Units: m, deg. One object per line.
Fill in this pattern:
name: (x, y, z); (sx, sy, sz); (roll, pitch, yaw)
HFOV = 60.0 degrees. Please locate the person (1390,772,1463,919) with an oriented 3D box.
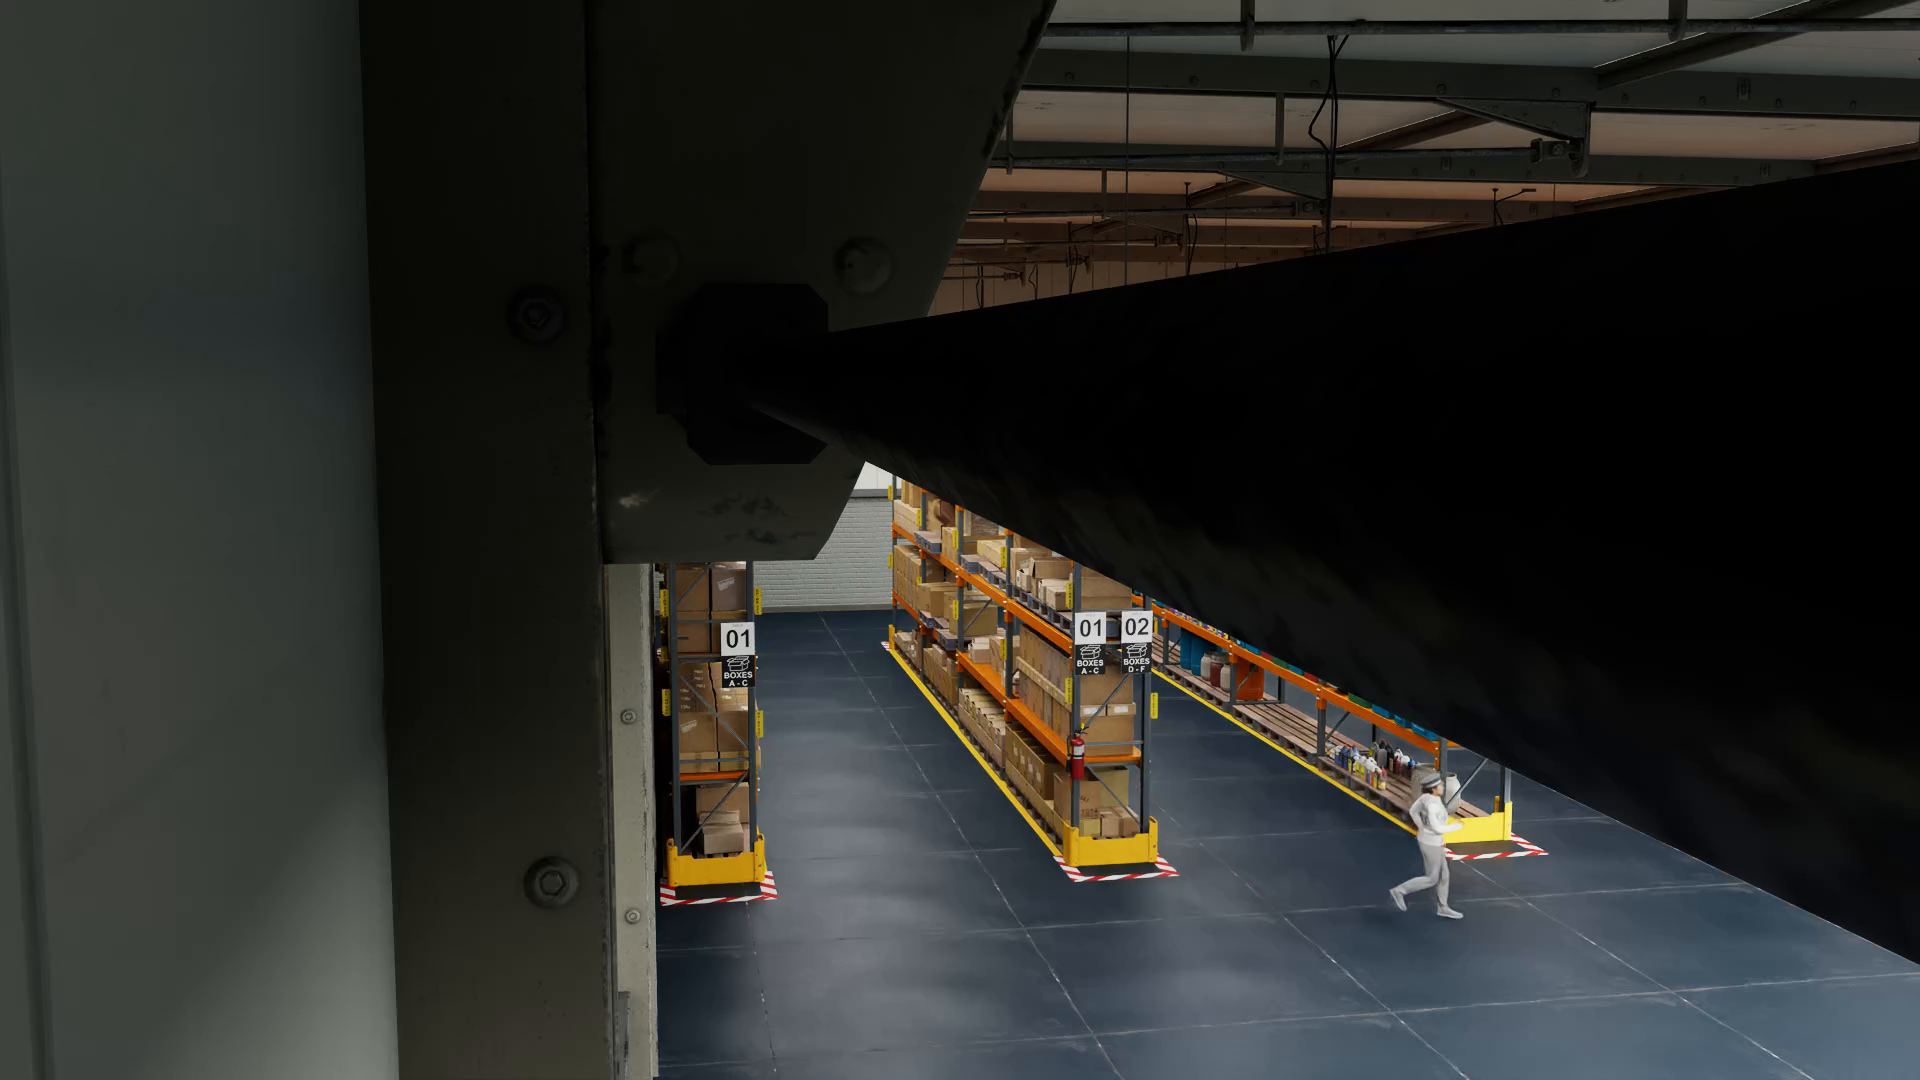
person: (5.301, 3.454, 18.852); (0.823, 1.669, 0.628); (1, 6, 7)
